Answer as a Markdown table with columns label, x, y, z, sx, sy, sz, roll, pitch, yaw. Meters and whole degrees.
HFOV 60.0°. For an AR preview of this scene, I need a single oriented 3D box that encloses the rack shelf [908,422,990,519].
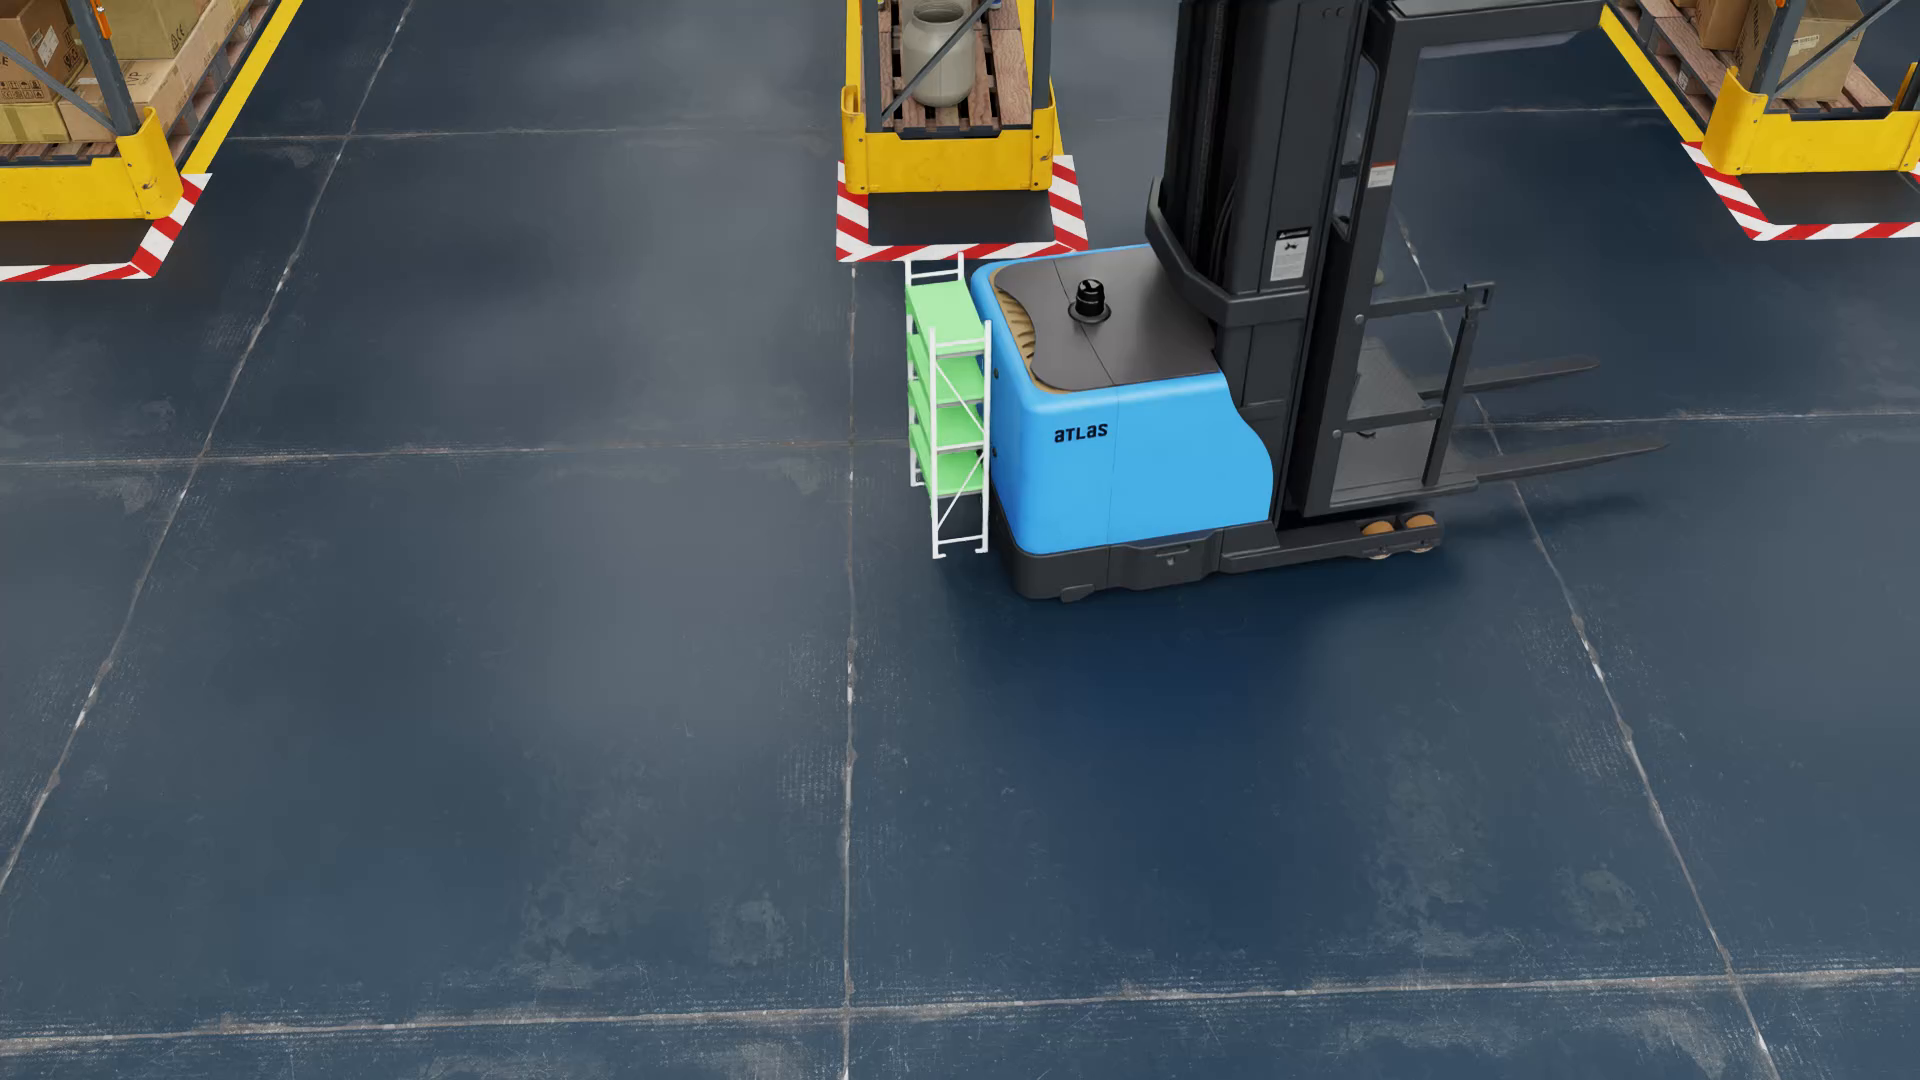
| label | x | y | z | sx | sy | sz | roll | pitch | yaw |
| --- | --- | --- | --- | --- | --- | --- | --- | --- | --- |
| rack shelf | -0.052 | -0.320 | 7.161 | 0.258 | 0.148 | 0.480 | -8 | 43 | -9 |

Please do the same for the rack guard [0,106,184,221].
| label | x | y | z | sx | sy | sz | roll | pitch | yaw |
| --- | --- | --- | --- | --- | --- | --- | --- | --- | --- |
| rack guard | -4.964 | -2.058 | 9.126 | 1.175 | 0.500 | 0.348 | -2 | 43 | -2 |

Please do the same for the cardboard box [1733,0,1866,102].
| label | x | y | z | sx | sy | sz | roll | pitch | yaw |
| --- | --- | --- | --- | --- | --- | --- | --- | --- | --- |
| cardboard box | 4.922 | -2.933 | 9.769 | 0.500 | 0.500 | 0.500 | 6 | 43 | 6 |

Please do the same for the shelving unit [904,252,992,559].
| label | x | y | z | sx | sy | sz | roll | pitch | yaw |
| --- | --- | --- | --- | --- | --- | --- | --- | --- | --- |
| shelving unit | -0.052 | -0.544 | 6.955 | 0.258 | 1.200 | 0.503 | -8 | 43 | -9 |

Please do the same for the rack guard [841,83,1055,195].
| label | x | y | z | sx | sy | sz | roll | pitch | yaw |
| --- | --- | --- | --- | --- | --- | --- | --- | --- | --- |
| rack guard | -0.067 | -2.264 | 9.350 | 1.175 | 0.500 | 0.348 | -2 | 43 | -2 |

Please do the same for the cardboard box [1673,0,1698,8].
| label | x | y | z | sx | sy | sz | roll | pitch | yaw |
| --- | --- | --- | --- | --- | --- | --- | --- | --- | --- |
| cardboard box | 4.855 | -3.759 | 10.670 | 0.500 | 0.500 | 0.500 | 2 | 43 | 2 |

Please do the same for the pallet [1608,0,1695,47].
| label | x | y | z | sx | sy | sz | roll | pitch | yaw |
| --- | --- | --- | --- | --- | --- | --- | --- | --- | --- |
| pallet | 4.881 | -3.672 | 11.100 | 1.003 | 0.211 | 1.213 | -2 | 43 | -2 |

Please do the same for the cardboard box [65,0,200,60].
| label | x | y | z | sx | sy | sz | roll | pitch | yaw |
| --- | --- | --- | --- | --- | --- | --- | --- | --- | --- |
| cardboard box | -4.789 | -3.120 | 9.603 | 0.500 | 0.500 | 0.500 | -2 | 43 | -2 |

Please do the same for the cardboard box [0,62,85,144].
| label | x | y | z | sx | sy | sz | roll | pitch | yaw |
| --- | --- | --- | --- | --- | --- | --- | --- | --- | --- |
| cardboard box | -5.283 | -2.491 | 9.472 | 0.500 | 0.250 | 0.500 | -2 | 43 | -2 |

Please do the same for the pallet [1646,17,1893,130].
| label | x | y | z | sx | sy | sz | roll | pitch | yaw |
| --- | --- | --- | --- | --- | --- | --- | --- | --- | --- |
| pallet | 4.930 | -2.851 | 10.204 | 1.003 | 0.211 | 1.213 | -2 | 43 | -2 |

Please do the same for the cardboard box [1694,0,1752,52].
| label | x | y | z | sx | sy | sz | roll | pitch | yaw |
| --- | --- | --- | --- | --- | --- | --- | --- | --- | --- |
| cardboard box | 4.863 | -3.336 | 10.208 | 0.500 | 0.500 | 0.500 | 9 | 43 | 9 |

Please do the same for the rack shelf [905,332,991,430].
| label | x | y | z | sx | sy | sz | roll | pitch | yaw |
| --- | --- | --- | --- | --- | --- | --- | --- | --- | --- |
| rack shelf | -0.052 | -0.674 | 6.836 | 0.258 | 0.148 | 0.480 | -8 | 43 | -9 |

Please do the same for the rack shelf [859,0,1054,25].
| label | x | y | z | sx | sy | sz | roll | pitch | yaw |
| --- | --- | --- | --- | --- | --- | --- | --- | --- | --- |
| rack shelf | -0.101 | -4.221 | 10.167 | 1.077 | 0.370 | 4.000 | -2 | 43 | -2 |

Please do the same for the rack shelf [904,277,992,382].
| label | x | y | z | sx | sy | sz | roll | pitch | yaw |
| --- | --- | --- | --- | --- | --- | --- | --- | --- | --- |
| rack shelf | -0.052 | -0.851 | 6.674 | 0.258 | 0.148 | 0.480 | -8 | 43 | -9 |

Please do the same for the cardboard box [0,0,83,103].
| label | x | y | z | sx | sy | sz | roll | pitch | yaw |
| --- | --- | --- | --- | --- | --- | --- | --- | --- | --- |
| cardboard box | -5.285 | -2.767 | 9.218 | 0.500 | 0.500 | 0.500 | -2 | 43 | -2 |

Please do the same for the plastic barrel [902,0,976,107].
| label | x | y | z | sx | sy | sz | roll | pitch | yaw |
| --- | --- | --- | --- | --- | --- | --- | --- | --- | --- |
| plastic barrel | -0.121 | -2.815 | 9.632 | 0.421 | 0.512 | 0.421 | 0 | 43 | 0 |

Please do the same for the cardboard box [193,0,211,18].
| label | x | y | z | sx | sy | sz | roll | pitch | yaw |
| --- | --- | --- | --- | --- | --- | --- | --- | --- | --- |
| cardboard box | -4.823 | -3.457 | 9.970 | 0.500 | 0.500 | 0.500 | -2 | 43 | -2 |

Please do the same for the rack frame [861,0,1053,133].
| label | x | y | z | sx | sy | sz | roll | pitch | yaw |
| --- | --- | --- | --- | --- | --- | --- | --- | --- | --- |
| rack frame | -0.016 | -3.136 | 8.451 | 1.000 | 3.000 | 0.127 | -2 | 43 | -2 |

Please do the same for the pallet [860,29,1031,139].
| label | x | y | z | sx | sy | sz | roll | pitch | yaw |
| --- | --- | --- | --- | --- | --- | --- | --- | --- | --- |
| pallet | -0.096 | -2.706 | 10.046 | 1.003 | 0.211 | 1.213 | -2 | 43 | -2 |

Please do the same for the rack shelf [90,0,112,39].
| label | x | y | z | sx | sy | sz | roll | pitch | yaw |
| --- | --- | --- | --- | --- | --- | --- | --- | --- | --- |
| rack shelf | -5.050 | -4.081 | 10.015 | 1.077 | 0.370 | 4.000 | -2 | 43 | -2 |

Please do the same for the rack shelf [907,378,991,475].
| label | x | y | z | sx | sy | sz | roll | pitch | yaw |
| --- | --- | --- | --- | --- | --- | --- | --- | --- | --- |
| rack shelf | -0.052 | -0.497 | 6.999 | 0.258 | 0.148 | 0.480 | -8 | 43 | -9 |

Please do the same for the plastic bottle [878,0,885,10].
| label | x | y | z | sx | sy | sz | roll | pitch | yaw |
| --- | --- | --- | --- | --- | --- | --- | --- | --- | --- |
| plastic bottle | -0.532 | -3.494 | 10.587 | 0.097 | 0.201 | 0.097 | 0 | 43 | 0 |

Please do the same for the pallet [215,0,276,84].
| label | x | y | z | sx | sy | sz | roll | pitch | yaw |
| --- | --- | --- | --- | --- | --- | --- | --- | --- | --- |
| pallet | -5.088 | -3.305 | 10.699 | 1.003 | 0.211 | 1.213 | -2 | 43 | -2 |

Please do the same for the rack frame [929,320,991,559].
| label | x | y | z | sx | sy | sz | roll | pitch | yaw |
| --- | --- | --- | --- | --- | --- | --- | --- | --- | --- |
| rack frame | 0.000 | -0.383 | 6.780 | 0.240 | 1.200 | 0.015 | -8 | 43 | -9 |

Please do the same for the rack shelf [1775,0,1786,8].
| label | x | y | z | sx | sy | sz | roll | pitch | yaw |
| --- | --- | --- | --- | --- | --- | --- | --- | --- | --- |
| rack shelf | 4.847 | -4.363 | 10.322 | 1.077 | 0.370 | 4.000 | -2 | 43 | -2 |

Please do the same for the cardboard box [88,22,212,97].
| label | x | y | z | sx | sy | sz | roll | pitch | yaw |
| --- | --- | --- | --- | --- | --- | --- | --- | --- | --- |
| cardboard box | -4.791 | -2.843 | 9.856 | 0.500 | 0.250 | 0.500 | -2 | 43 | -2 |

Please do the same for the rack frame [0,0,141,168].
| label | x | y | z | sx | sy | sz | roll | pitch | yaw |
| --- | --- | --- | --- | --- | --- | --- | --- | --- | --- |
| rack frame | -4.965 | -2.996 | 8.299 | 1.000 | 3.000 | 0.127 | -2 | 43 | -2 |

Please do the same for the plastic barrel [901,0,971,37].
| label | x | y | z | sx | sy | sz | roll | pitch | yaw |
| --- | --- | --- | --- | --- | --- | --- | --- | --- | --- |
| plastic barrel | -0.142 | -3.154 | 10.001 | 0.421 | 0.512 | 0.421 | 0 | 43 | 0 |

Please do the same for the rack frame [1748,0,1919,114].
| label | x | y | z | sx | sy | sz | roll | pitch | yaw |
| --- | --- | --- | --- | --- | --- | --- | --- | --- | --- |
| rack frame | 4.932 | -3.278 | 8.606 | 1.000 | 3.000 | 0.127 | -2 | 43 | -2 |

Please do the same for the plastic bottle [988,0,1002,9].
| label | x | y | z | sx | sy | sz | roll | pitch | yaw |
| --- | --- | --- | --- | --- | --- | --- | --- | --- | --- |
| plastic bottle | 0.218 | -3.525 | 10.569 | 0.097 | 0.271 | 0.097 | 0 | 43 | 0 |

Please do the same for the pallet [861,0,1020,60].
| label | x | y | z | sx | sy | sz | roll | pitch | yaw |
| --- | --- | --- | --- | --- | --- | --- | --- | --- | --- |
| pallet | -0.145 | -3.528 | 10.943 | 1.003 | 0.211 | 1.213 | -2 | 43 | -2 |

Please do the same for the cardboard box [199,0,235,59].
| label | x | y | z | sx | sy | sz | roll | pitch | yaw |
| --- | --- | --- | --- | --- | --- | --- | --- | --- | --- |
| cardboard box | -4.812 | -3.181 | 10.224 | 0.500 | 0.250 | 0.500 | -2 | 43 | -2 |

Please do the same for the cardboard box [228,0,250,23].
| label | x | y | z | sx | sy | sz | roll | pitch | yaw |
| --- | --- | --- | --- | --- | --- | --- | --- | --- | --- |
| cardboard box | -4.828 | -3.518 | 10.593 | 0.500 | 0.250 | 0.500 | -2 | 43 | -2 |

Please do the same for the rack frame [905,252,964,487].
| label | x | y | z | sx | sy | sz | roll | pitch | yaw |
| --- | --- | --- | --- | --- | --- | --- | --- | --- | --- |
| rack frame | -0.104 | -0.705 | 7.131 | 0.240 | 1.200 | 0.015 | -8 | 43 | -9 |

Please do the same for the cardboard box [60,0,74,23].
| label | x | y | z | sx | sy | sz | roll | pitch | yaw |
| --- | --- | --- | --- | --- | --- | --- | --- | --- | --- |
| cardboard box | -5.343 | -3.442 | 9.954 | 0.500 | 0.500 | 0.500 | -2 | 43 | -2 |

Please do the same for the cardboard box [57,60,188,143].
| label | x | y | z | sx | sy | sz | roll | pitch | yaw |
| --- | --- | --- | --- | --- | --- | --- | --- | --- | --- |
| cardboard box | -4.766 | -2.506 | 9.488 | 0.500 | 0.250 | 0.500 | -2 | 43 | -2 |

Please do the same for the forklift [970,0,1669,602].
| label | x | y | z | sx | sy | sz | roll | pitch | yaw |
| --- | --- | --- | --- | --- | --- | --- | --- | --- | --- |
| forklift | 1.603 | -1.338 | 6.540 | 3.031 | 2.935 | 1.130 | -9 | 43 | -9 |

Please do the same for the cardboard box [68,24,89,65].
| label | x | y | z | sx | sy | sz | roll | pitch | yaw |
| --- | --- | --- | --- | --- | --- | --- | --- | --- | --- |
| cardboard box | -5.317 | -2.828 | 9.839 | 0.500 | 0.250 | 0.500 | -2 | 43 | -2 |

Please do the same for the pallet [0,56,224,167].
| label | x | y | z | sx | sy | sz | roll | pitch | yaw |
| --- | --- | --- | --- | --- | --- | --- | --- | --- | --- |
| pallet | -5.040 | -2.483 | 9.803 | 1.003 | 0.211 | 1.213 | -2 | 43 | -2 |

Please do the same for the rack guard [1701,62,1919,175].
| label | x | y | z | sx | sy | sz | roll | pitch | yaw |
| --- | --- | --- | --- | --- | --- | --- | --- | --- | --- |
| rack guard | 4.929 | -2.408 | 9.507 | 1.175 | 0.500 | 0.348 | -2 | 43 | -2 |
